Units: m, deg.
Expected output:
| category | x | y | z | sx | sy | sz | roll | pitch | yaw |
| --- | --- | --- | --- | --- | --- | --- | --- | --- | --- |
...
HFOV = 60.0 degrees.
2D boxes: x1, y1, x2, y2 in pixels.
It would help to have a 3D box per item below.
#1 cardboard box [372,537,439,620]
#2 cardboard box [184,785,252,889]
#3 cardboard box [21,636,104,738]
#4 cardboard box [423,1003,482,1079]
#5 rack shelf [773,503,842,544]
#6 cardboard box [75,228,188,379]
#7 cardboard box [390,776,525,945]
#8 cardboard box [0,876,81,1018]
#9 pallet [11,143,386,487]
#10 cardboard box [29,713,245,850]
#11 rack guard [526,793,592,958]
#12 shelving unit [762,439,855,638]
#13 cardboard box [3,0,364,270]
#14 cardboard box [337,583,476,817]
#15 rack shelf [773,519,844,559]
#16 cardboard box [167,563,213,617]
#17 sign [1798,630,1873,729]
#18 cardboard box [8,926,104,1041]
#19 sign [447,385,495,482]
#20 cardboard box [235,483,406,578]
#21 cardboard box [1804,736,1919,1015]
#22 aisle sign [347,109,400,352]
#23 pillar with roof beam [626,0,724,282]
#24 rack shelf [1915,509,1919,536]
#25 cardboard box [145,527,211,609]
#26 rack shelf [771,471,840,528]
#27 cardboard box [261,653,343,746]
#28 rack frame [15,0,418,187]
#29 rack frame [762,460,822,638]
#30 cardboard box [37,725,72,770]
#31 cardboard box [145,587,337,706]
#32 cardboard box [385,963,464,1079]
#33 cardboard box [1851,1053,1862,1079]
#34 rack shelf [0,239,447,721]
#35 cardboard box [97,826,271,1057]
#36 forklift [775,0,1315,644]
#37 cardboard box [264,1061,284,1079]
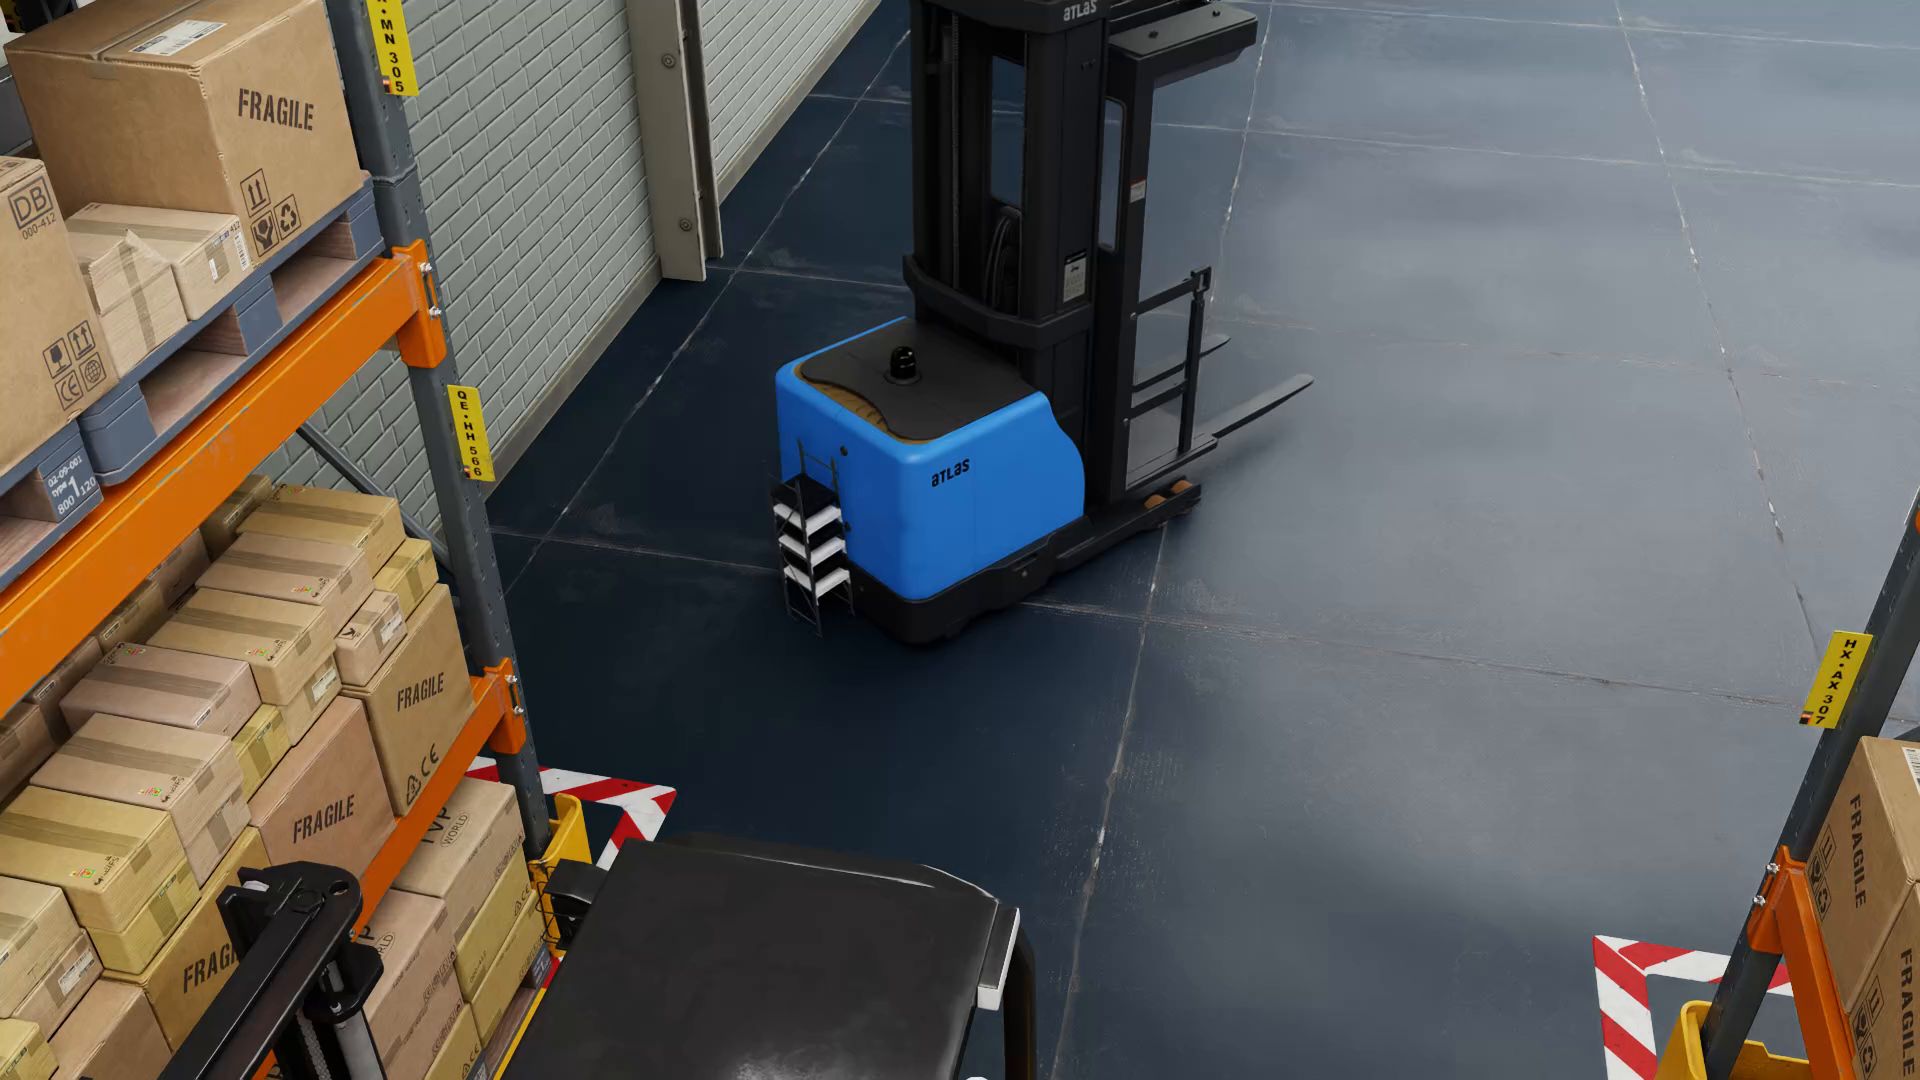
| category | x | y | z | sx | sy | sz | roll | pitch | yaw |
| --- | --- | --- | --- | --- | --- | --- | --- | --- | --- |
| cardboard box | -1.782 | 0.105 | 4.912 | 0.380 | 0.149 | 0.250 | 8 | 37 | 11 |
| cardboard box | -1.997 | 0.696 | 4.096 | 0.380 | 0.149 | 0.250 | 6 | 36 | 8 |
| cardboard box | -2.461 | 0.355 | 4.313 | 0.380 | 0.149 | 0.250 | 8 | 37 | 10 |
| cardboard box | -1.889 | 1.710 | 5.320 | 0.500 | 0.250 | 0.500 | 7 | 37 | 10 |
| rack shelf | -0.682 | -0.112 | 7.375 | 0.200 | 0.077 | 0.258 | -34 | 48 | -31 |
| cardboard box | -1.916 | -0.538 | 3.552 | 0.396 | 0.266 | 0.258 | 7 | 37 | 10 |
| cardboard box | -1.775 | 1.015 | 5.426 | 0.500 | 0.250 | 0.500 | 8 | 37 | 12 |
| cardboard box | -2.174 | 0.862 | 3.613 | 0.380 | 0.149 | 0.250 | 8 | 37 | 11 |
| pallet | -2.158 | -0.603 | 4.045 | 1.003 | 0.211 | 1.213 | 7 | 37 | 10 |
| cardboard box | -1.977 | 0.577 | 4.006 | 0.380 | 0.149 | 0.250 | 8 | 37 | 11 |
| rack guard | -1.976 | 1.172 | 6.207 | 1.175 | 0.500 | 0.348 | 7 | 37 | 10 |
| shelving unit | -0.673 | 0.002 | 7.468 | 0.210 | 0.900 | 0.258 | -34 | 48 | -31 |
| cardboard box | -1.838 | -1.007 | 4.000 | 0.500 | 0.500 | 0.500 | 8 | 37 | 11 |
| cardboard box | -1.830 | 0.448 | 4.990 | 0.500 | 0.500 | 0.500 | 7 | 36 | 9 |
| rack shelf | -0.676 | -0.042 | 7.432 | 0.200 | 0.077 | 0.258 | -34 | 48 | -31 |
| cardboard box | -2.298 | 0.182 | 4.805 | 0.380 | 0.149 | 0.250 | 7 | 37 | 10 |
| sign | 2.338 | 0.375 | 4.438 | 0.100 | 0.325 | 0.005 | 7 | 37 | 10 |
| cardboard box | -2.173 | 0.975 | 3.711 | 0.380 | 0.149 | 0.250 | 7 | 37 | 10 |
| sign | -1.454 | -0.315 | 4.940 | 0.100 | 0.325 | 0.005 | 7 | 37 | 10 |
| cardboard box | -1.852 | -0.018 | 4.827 | 0.380 | 0.149 | 0.250 | 7 | 37 | 10 |
| cardboard box | 2.496 | 0.870 | 4.155 | 0.500 | 0.500 | 0.500 | 7 | 36 | 9 |
| aisle sign | -1.680 | -0.880 | 4.692 | 0.394 | 0.787 | 0.004 | 7 | 37 | 10 |
| pillar with roof beam | 2.477 | -4.869 | 7.300 | 9.100 | 9.000 | 0.400 | 7 | 37 | 10 |
| rack shelf | 2.441 | 1.017 | 2.347 | 1.077 | 0.370 | 4.000 | 7 | 37 | 10 |
| cardboard box | -2.380 | 0.061 | 4.719 | 0.380 | 0.149 | 0.250 | 9 | 37 | 12 |
| rack shelf | -0.687 | -0.181 | 7.318 | 0.200 | 0.077 | 0.258 | -34 | 48 | -31 |
| cardboard box | -1.923 | 0.396 | 4.510 | 0.380 | 0.149 | 0.250 | 8 | 37 | 11 |
| rack frame | -1.981 | -2.255 | 3.694 | 1.000 | 3.000 | 0.127 | 7 | 37 | 10 |
| rack frame | -0.745 | 0.050 | 7.415 | 0.006 | 0.900 | 0.240 | -34 | 48 | -31 |
| cardboard box | -2.475 | 0.473 | 4.404 | 0.380 | 0.149 | 0.250 | 6 | 36 | 8 |
| cardboard box | -1.904 | 0.281 | 4.415 | 0.380 | 0.149 | 0.250 | 8 | 37 | 11 |
| cardboard box | -1.898 | 1.519 | 5.157 | 0.500 | 0.250 | 0.500 | 7 | 37 | 10 |
| cardboard box | 2.418 | 1.353 | 4.041 | 0.380 | 0.149 | 0.250 | 6 | 36 | 8 |
| rack shelf | -2.409 | 0.397 | 3.203 | 1.077 | 0.370 | 4.000 | 7 | 37 | 10 |
| cardboard box | -2.059 | 1.039 | 4.176 | 0.500 | 0.500 | 0.500 | 7 | 36 | 9 |
| forklift | 0.587 | -1.452 | 7.756 | 3.031 | 2.935 | 1.130 | -27 | 44 | -32 |
| cardboard box | -1.976 | 1.599 | 4.620 | 0.500 | 0.250 | 0.500 | 8 | 37 | 11 |
